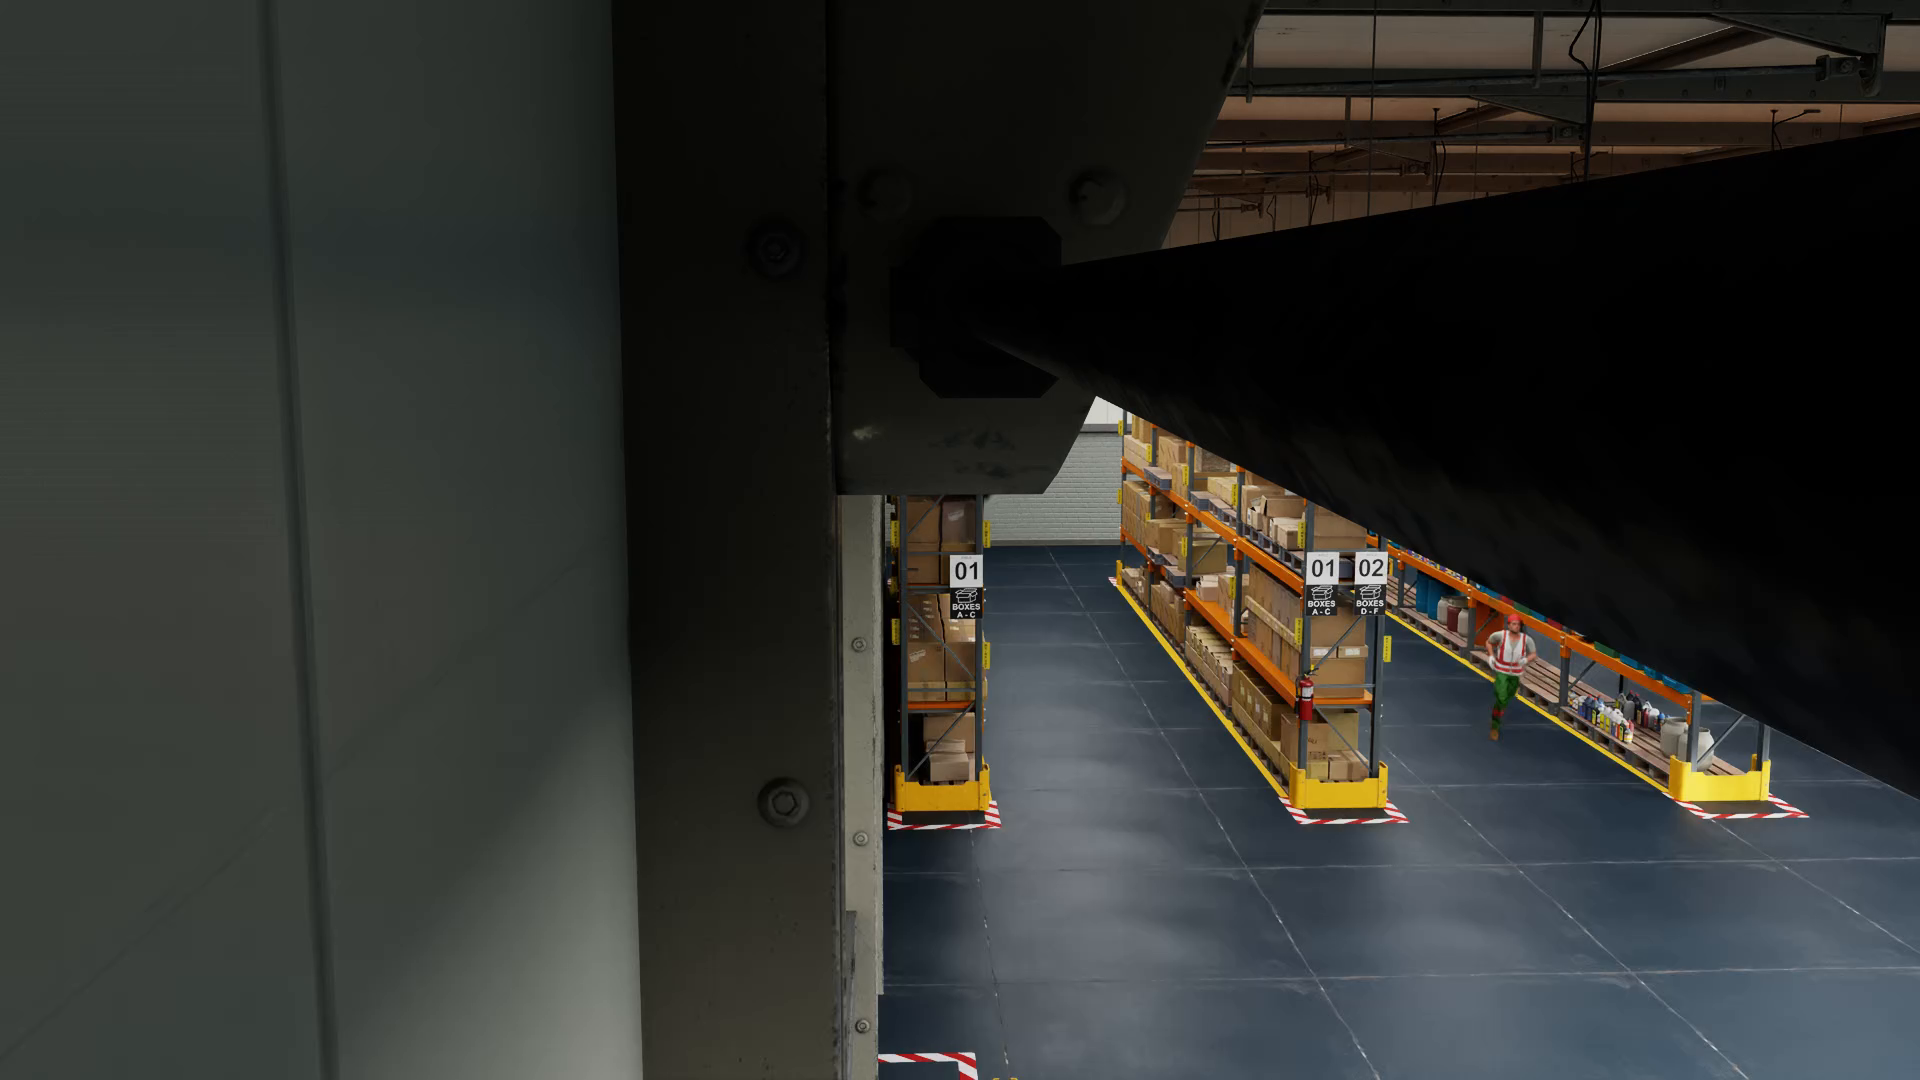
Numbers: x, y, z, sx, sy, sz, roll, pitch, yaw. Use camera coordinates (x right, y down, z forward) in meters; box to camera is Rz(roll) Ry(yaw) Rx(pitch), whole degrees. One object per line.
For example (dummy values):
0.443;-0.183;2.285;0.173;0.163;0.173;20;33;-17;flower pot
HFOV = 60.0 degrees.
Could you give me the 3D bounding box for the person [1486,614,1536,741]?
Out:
7.912;1.944;23.896;0.648;1.834;0.769;1;8;4;person
